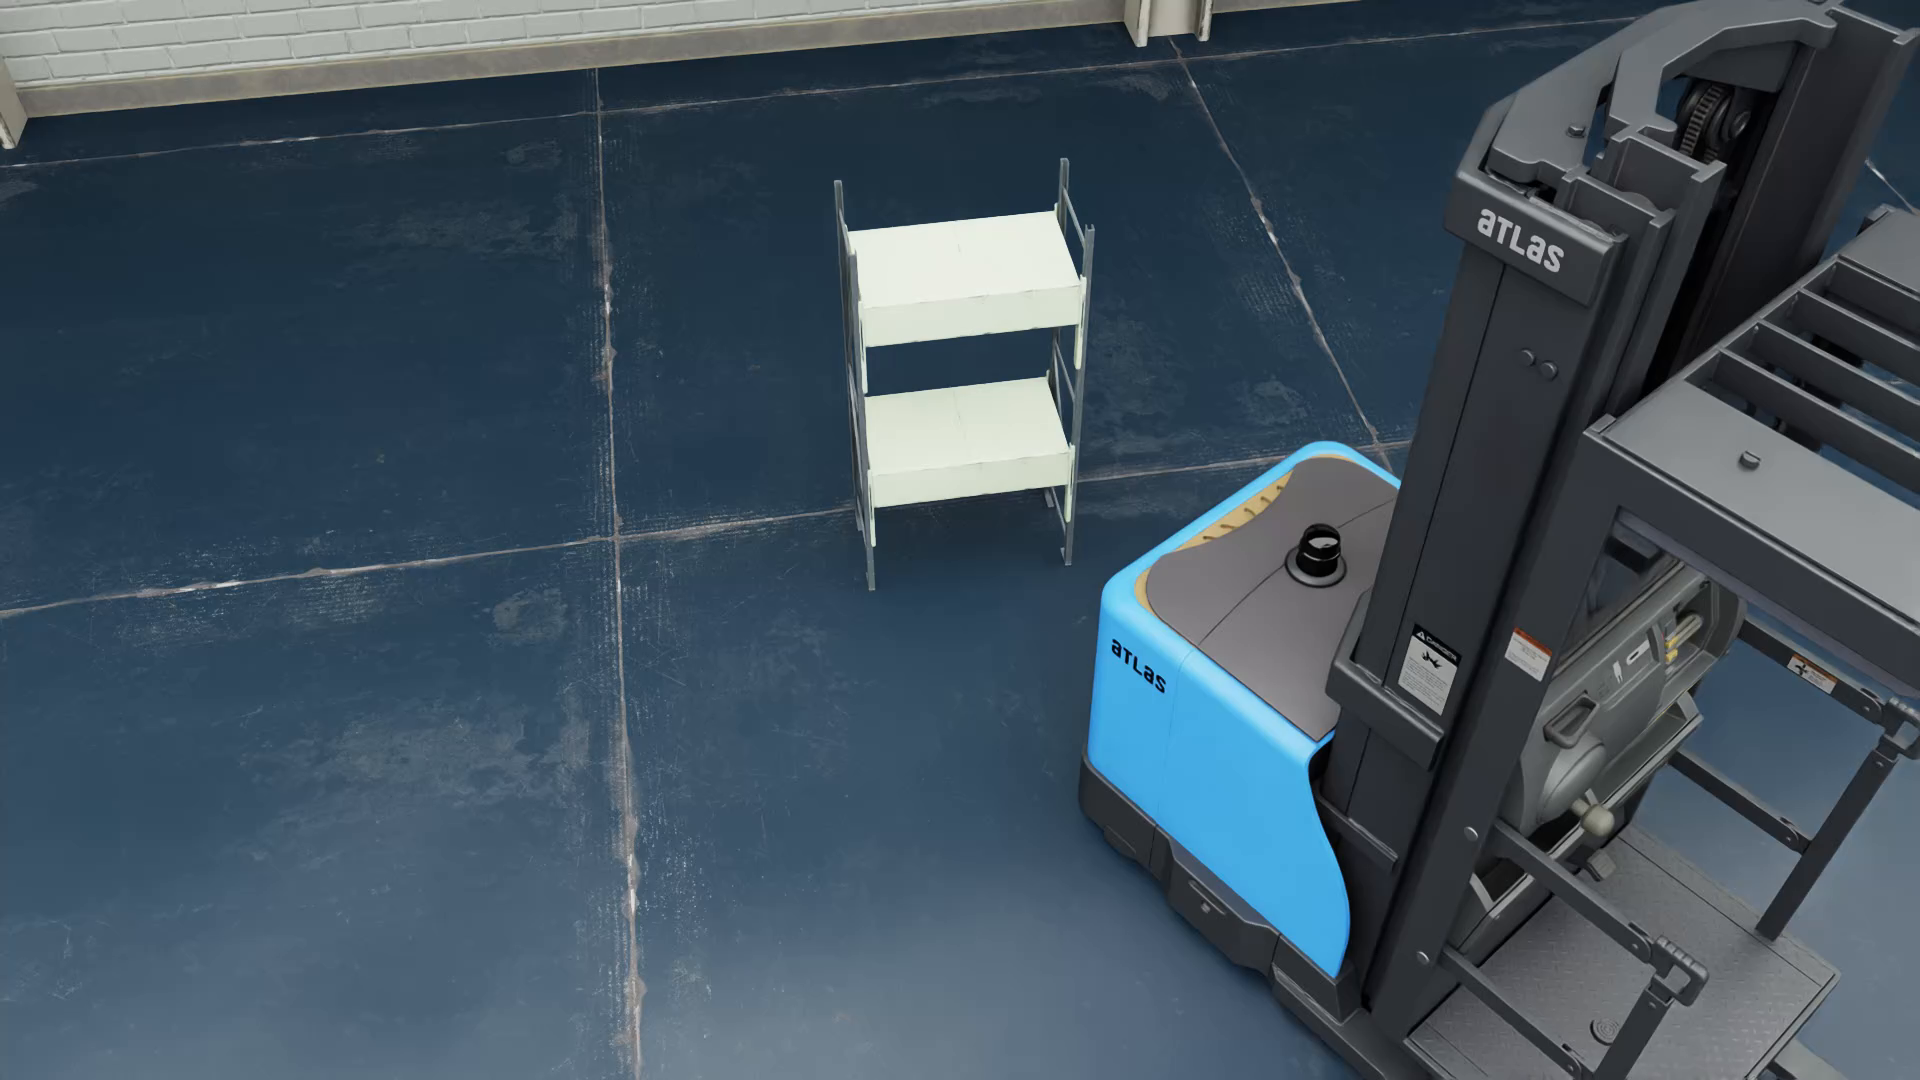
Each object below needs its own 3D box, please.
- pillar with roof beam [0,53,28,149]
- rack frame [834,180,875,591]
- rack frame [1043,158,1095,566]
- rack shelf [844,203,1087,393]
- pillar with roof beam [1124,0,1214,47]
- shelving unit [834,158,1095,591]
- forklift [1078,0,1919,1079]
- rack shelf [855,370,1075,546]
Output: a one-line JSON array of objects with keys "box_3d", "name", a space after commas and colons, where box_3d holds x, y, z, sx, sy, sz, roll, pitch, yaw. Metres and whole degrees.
[{"box_3d": [-4.081, -2.060, 1.986, 0.400, 9.000, 9.100, -7, 46, -7], "name": "pillar with roof beam"}, {"box_3d": [-0.354, -0.476, 5.667, 0.023, 1.500, 0.400, -7, 46, -7], "name": "rack frame"}, {"box_3d": [0.367, -0.566, 5.754, 0.023, 1.500, 0.400, -7, 46, -7], "name": "rack frame"}, {"box_3d": [0.007, -0.792, 5.430, 0.720, 0.370, 0.431, -7, 46, -7], "name": "rack shelf"}, {"box_3d": [1.832, -2.796, 2.695, 0.400, 9.000, 9.100, -7, 46, -7], "name": "pillar with roof beam"}, {"box_3d": [0.007, -0.521, 5.711, 0.755, 1.500, 0.431, -7, 46, -7], "name": "shelving unit"}, {"box_3d": [1.726, 0.428, 3.802, 1.130, 2.935, 3.031, -32, 54, -27], "name": "forklift"}, {"box_3d": [0.007, -0.295, 5.945, 0.720, 0.370, 0.431, -7, 46, -7], "name": "rack shelf"}]
